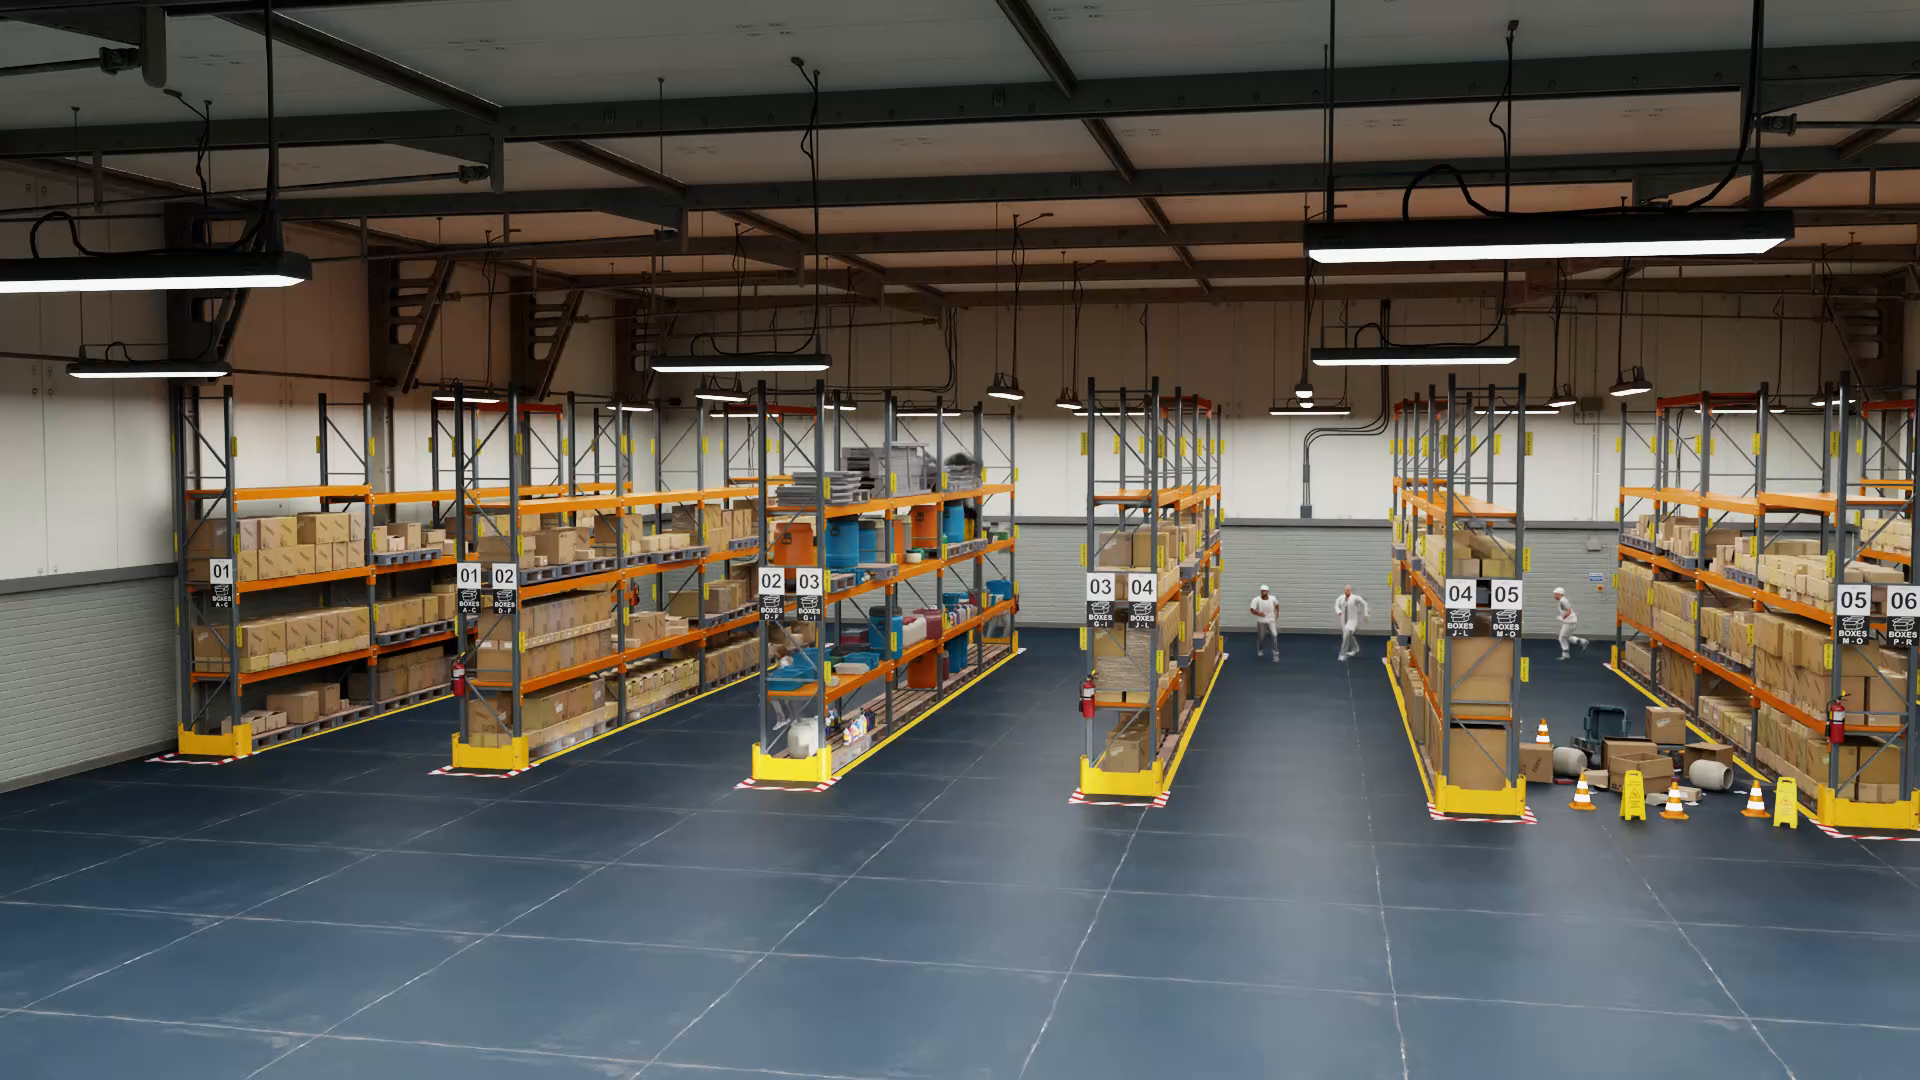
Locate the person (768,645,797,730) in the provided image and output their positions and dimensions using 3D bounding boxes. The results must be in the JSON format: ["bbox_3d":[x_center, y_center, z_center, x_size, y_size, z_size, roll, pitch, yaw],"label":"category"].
[{"bbox_3d":[-3.081,2.583,29.332,0.657,1.512,0.688,-2,4,-29],"label":"person"}]

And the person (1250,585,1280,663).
[{"bbox_3d":[7.165,1.943,39.023,0.709,1.795,0.867,0,3,-1],"label":"person"}]

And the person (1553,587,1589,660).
[{"bbox_3d":[14.361,1.980,39.102,0.856,1.719,0.660,1,3,14],"label":"person"}]

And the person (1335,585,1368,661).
[{"bbox_3d":[9.243,1.940,39.232,0.959,1.785,0.704,-3,4,-41],"label":"person"}]

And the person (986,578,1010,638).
[{"bbox_3d":[0.974,1.803,41.772,0.665,1.739,0.634,-2,4,-38],"label":"person"}]
